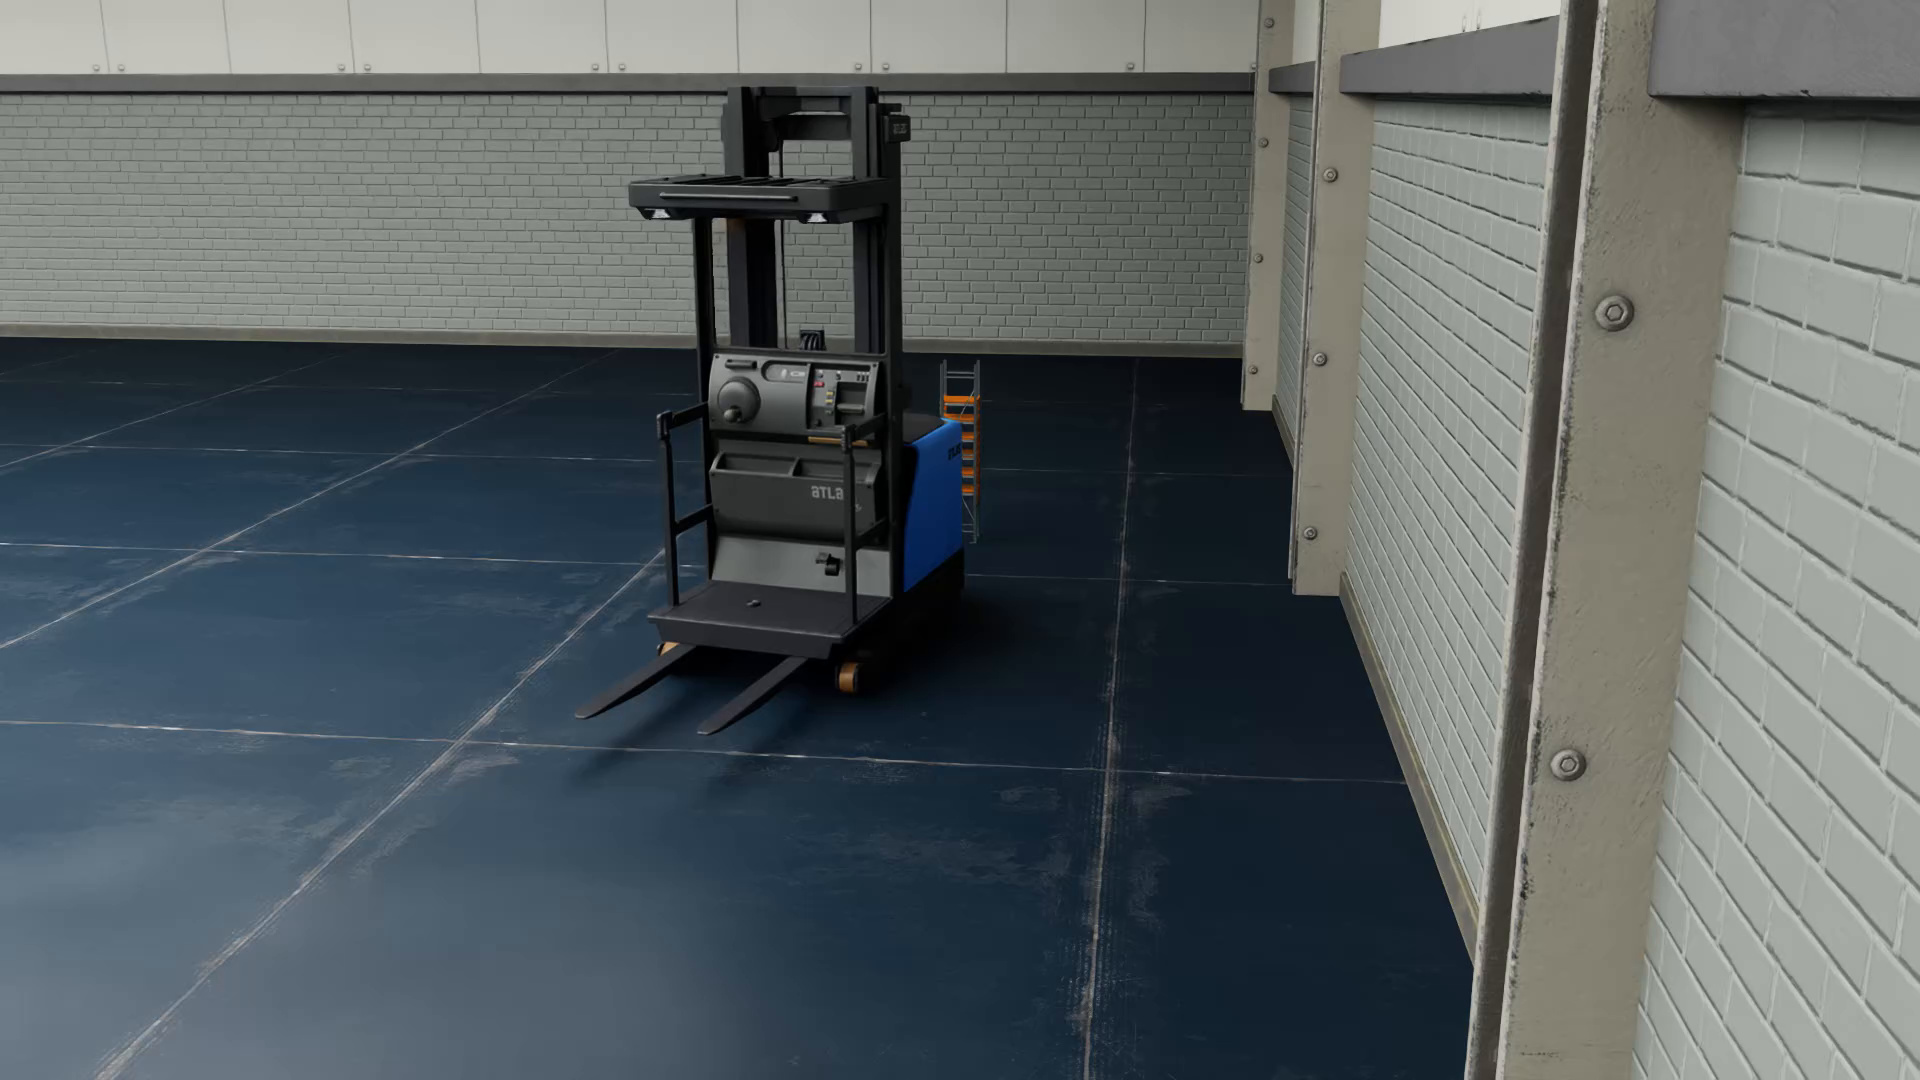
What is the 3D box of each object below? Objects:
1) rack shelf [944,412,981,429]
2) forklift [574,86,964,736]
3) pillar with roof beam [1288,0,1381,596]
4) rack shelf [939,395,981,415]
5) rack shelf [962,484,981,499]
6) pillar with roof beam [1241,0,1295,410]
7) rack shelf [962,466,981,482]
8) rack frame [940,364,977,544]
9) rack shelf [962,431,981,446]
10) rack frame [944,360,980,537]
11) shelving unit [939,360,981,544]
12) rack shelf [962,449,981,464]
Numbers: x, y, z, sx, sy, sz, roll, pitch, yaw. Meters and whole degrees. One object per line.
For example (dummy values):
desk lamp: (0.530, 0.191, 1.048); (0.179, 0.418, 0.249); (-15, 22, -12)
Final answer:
rack shelf: (0.002, -0.772, 10.968); (0.258, 0.103, 0.180); (2, 15, 6)
forklift: (-0.923, -0.760, 8.359); (1.130, 2.935, 3.031); (5, 16, 18)
pillar with roof beam: (-2.108, -4.192, 9.424); (9.100, 9.000, 0.400); (2, 15, 6)
rack shelf: (0.002, -0.888, 10.937); (0.258, 0.103, 0.180); (2, 15, 6)
rack shelf: (0.002, -0.308, 11.094); (0.258, 0.103, 0.180); (2, 15, 6)
pillar with roof beam: (-1.431, -5.748, 15.179); (9.100, 9.000, 0.400); (2, 15, 6)
rack shelf: (0.002, -0.424, 11.062); (0.258, 0.103, 0.180); (2, 15, 6)
rack frame: (-0.009, -0.559, 10.932); (0.240, 1.200, 0.006); (2, 15, 6)
rack shelf: (0.002, -0.656, 11.000); (0.258, 0.103, 0.180); (2, 15, 6)
rack frame: (0.012, -0.607, 11.107); (0.240, 1.200, 0.006); (2, 15, 6)
shelving unit: (0.002, -0.583, 11.019); (0.258, 1.200, 0.189); (2, 15, 6)
rack shelf: (0.002, -0.540, 11.031); (0.258, 0.103, 0.180); (2, 15, 6)
